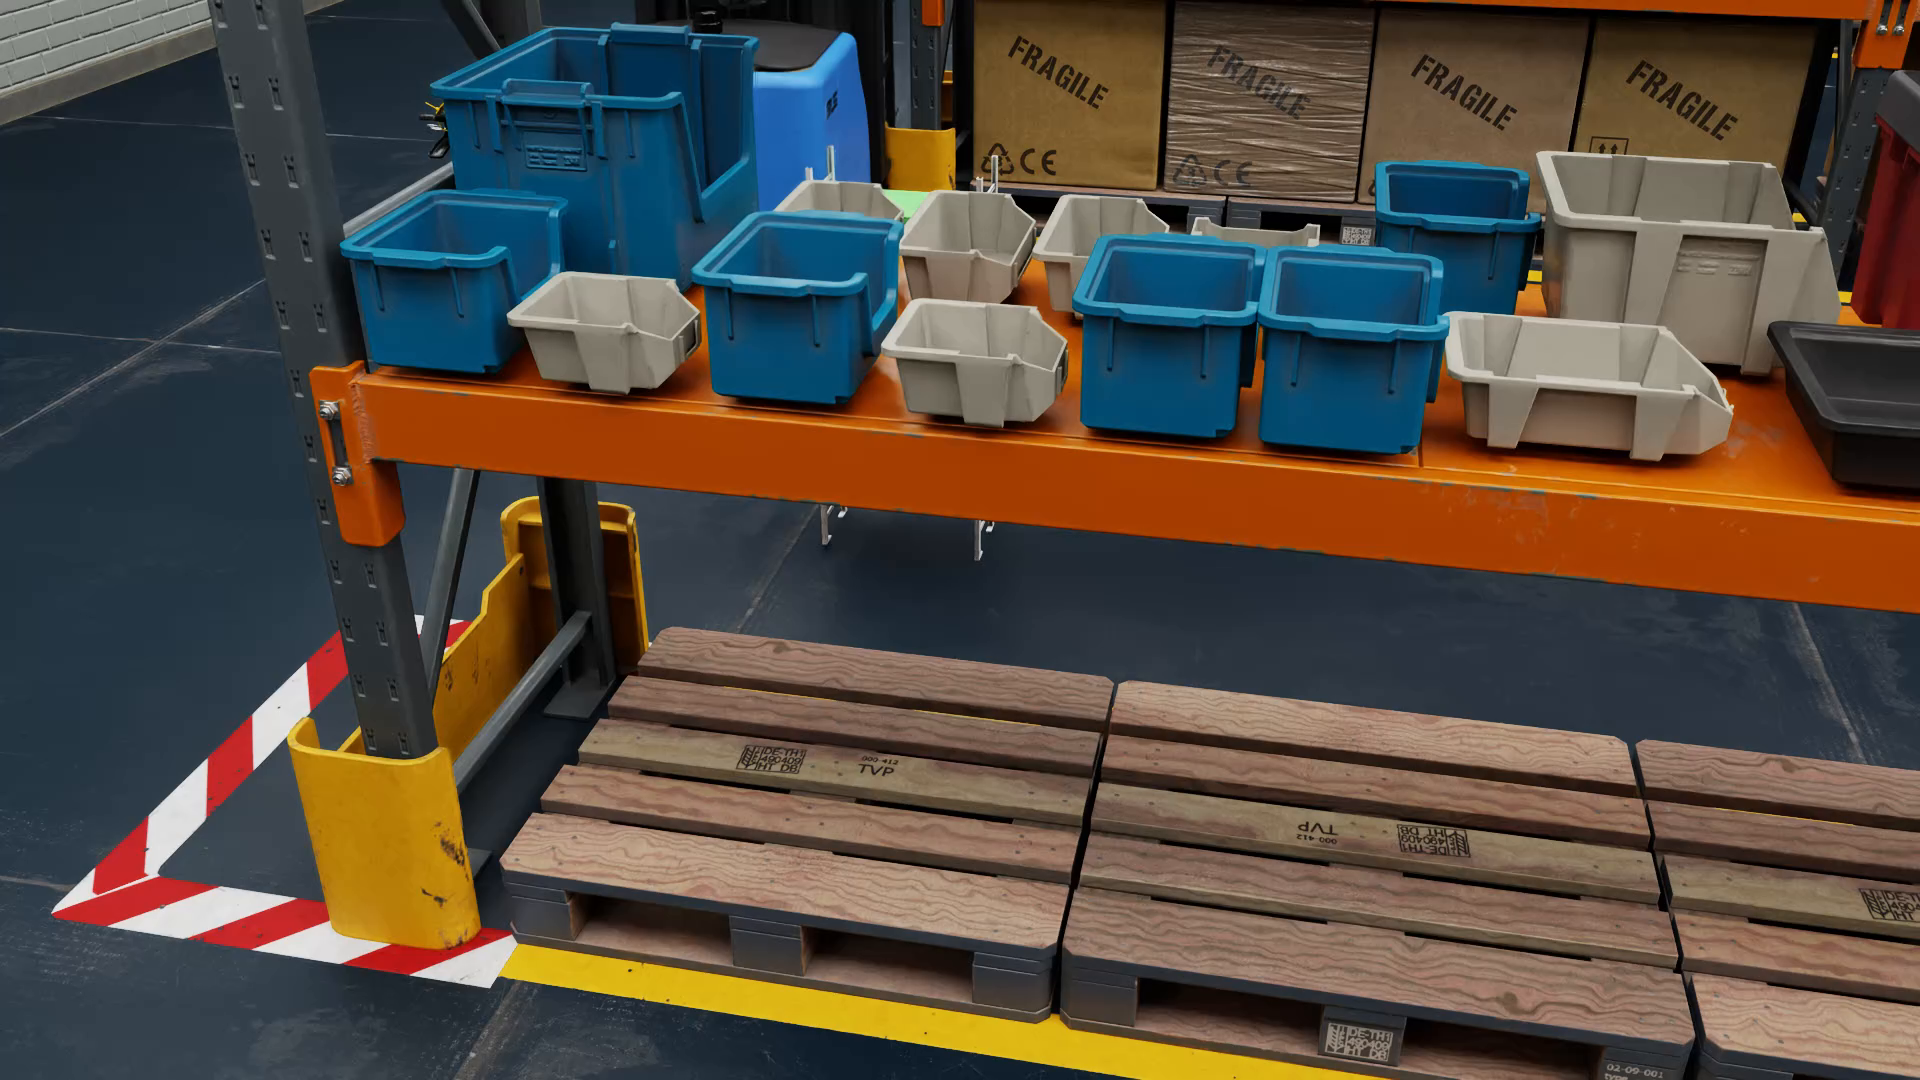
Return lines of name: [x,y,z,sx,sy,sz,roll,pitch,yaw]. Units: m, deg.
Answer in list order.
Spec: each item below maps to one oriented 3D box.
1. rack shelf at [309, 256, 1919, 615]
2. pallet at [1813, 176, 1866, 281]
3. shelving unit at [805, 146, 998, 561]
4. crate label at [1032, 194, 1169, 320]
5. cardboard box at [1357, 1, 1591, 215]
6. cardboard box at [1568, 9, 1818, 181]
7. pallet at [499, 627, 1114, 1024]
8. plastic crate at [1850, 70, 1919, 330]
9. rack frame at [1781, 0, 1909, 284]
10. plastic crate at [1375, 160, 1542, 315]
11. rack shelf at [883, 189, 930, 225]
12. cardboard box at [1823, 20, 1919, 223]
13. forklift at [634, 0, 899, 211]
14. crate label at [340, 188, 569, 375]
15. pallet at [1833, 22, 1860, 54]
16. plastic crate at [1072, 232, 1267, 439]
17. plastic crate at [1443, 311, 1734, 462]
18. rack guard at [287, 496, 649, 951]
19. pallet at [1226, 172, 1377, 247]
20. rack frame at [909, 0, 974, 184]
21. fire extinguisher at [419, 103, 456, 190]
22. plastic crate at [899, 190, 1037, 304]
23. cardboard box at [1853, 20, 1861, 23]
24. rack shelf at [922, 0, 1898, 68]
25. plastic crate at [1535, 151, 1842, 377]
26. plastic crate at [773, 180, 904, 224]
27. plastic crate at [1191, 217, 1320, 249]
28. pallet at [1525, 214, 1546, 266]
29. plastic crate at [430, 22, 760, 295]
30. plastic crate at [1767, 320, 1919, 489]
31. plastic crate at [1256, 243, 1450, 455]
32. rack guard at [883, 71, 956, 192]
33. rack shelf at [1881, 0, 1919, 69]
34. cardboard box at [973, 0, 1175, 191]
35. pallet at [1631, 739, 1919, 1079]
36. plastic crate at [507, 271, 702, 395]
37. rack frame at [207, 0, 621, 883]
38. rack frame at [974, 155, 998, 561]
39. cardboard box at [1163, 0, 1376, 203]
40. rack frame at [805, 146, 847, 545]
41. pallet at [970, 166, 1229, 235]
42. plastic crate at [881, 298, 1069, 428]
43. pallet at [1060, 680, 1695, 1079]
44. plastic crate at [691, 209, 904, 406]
rack shelf: [0.858,-0.195,3.232,4.000,0.370,1.077,6,29,11]
pallet: [4.619,-1.371,7.535,1.213,0.211,1.003,6,29,11]
shelving unit: [-0.162,-0.543,4.992,0.503,1.200,0.258,6,29,11]
crate label: [0.295,-0.573,3.385,0.243,0.136,0.396,6,29,11]
cardboard box: [2.339,-2.083,7.706,0.875,0.875,0.875,6,29,11]
cardboard box: [3.220,-1.992,7.541,0.875,0.875,0.875,6,29,11]
pallet: [-0.299,0.613,3.911,1.213,0.211,1.003,6,29,11]
plastic crate: [1.993,-0.572,3.042,0.583,0.464,0.402,6,29,11]
rack frame: [3.848,-2.636,6.942,0.127,3.000,1.000,6,29,11]
plastic crate: [0.964,-0.579,3.296,0.300,0.233,0.416,6,29,11]
rack shelf: [-0.162,-0.908,4.792,0.480,0.148,0.258,6,29,11]
cardboard box: [4.478,-1.834,7.251,0.875,0.875,1.225,6,29,11]
forklift: [-0.854,-2.794,7.302,1.130,2.935,3.031,3,29,6]
crate label: [-0.925,-0.485,3.124,0.303,0.233,0.416,6,29,11]
pallet: [5.745,-3.655,11.707,1.213,0.211,1.003,6,29,11]
plastic crate: [0.363,-0.353,2.883,0.300,0.233,0.416,6,29,11]
plastic crate: [1.048,-0.254,2.803,0.466,0.136,0.293,6,29,11]
rack guard: [-1.124,0.389,4.020,0.348,0.500,1.175,6,29,11]
pallet: [1.924,-1.648,8.040,1.213,0.211,1.003,6,29,11]
rack frame: [-0.063,-3.038,7.675,0.127,3.000,1.000,6,29,11]
fire extinguisher: [-1.150,-0.743,3.952,0.183,0.674,0.296,6,29,11]
plastic crate: [0.018,-0.590,3.415,0.243,0.136,0.396,6,29,11]
cardboard box: [6.168,-3.792,11.219,0.500,0.500,0.500,7,30,13]
rack shelf: [1.892,-2.521,7.481,4.000,0.370,1.077,6,29,11]
plastic crate: [1.359,-0.524,3.145,0.530,0.282,0.437,6,29,11]
plastic crate: [-0.262,-0.625,3.481,0.243,0.136,0.396,6,29,11]
plastic crate: [0.589,-0.552,3.347,0.250,0.136,0.298,6,29,11]
pallet: [3.121,-1.526,7.818,1.213,0.211,1.003,6,29,11]
plastic crate: [-0.731,-0.807,3.502,0.499,0.435,0.616,6,29,11]
plastic crate: [1.663,-0.202,2.720,0.590,0.125,0.437,6,29,11]
plastic crate: [0.656,-0.323,2.828,0.300,0.233,0.416,6,29,11]
rack guard: [-0.087,-1.944,8.279,0.348,0.500,1.175,6,29,11]
rack shelf: [5.804,-2.120,6.748,4.000,0.370,1.077,6,29,11]
cardboard box: [0.579,-2.263,8.035,0.875,0.875,0.875,6,29,11]
pallet: [2.087,0.857,3.464,1.213,0.211,1.003,6,29,11]
plastic crate: [-0.629,-0.372,3.018,0.298,0.136,0.250,6,29,11]
rack frame: [-1.098,-0.711,3.426,0.127,3.000,1.000,6,29,11]
rack frame: [0.077,-0.518,4.948,0.015,1.200,0.240,6,29,11]
cardboard box: [1.469,-2.172,7.869,0.875,0.875,0.875,6,29,11]
rack frame: [-0.401,-0.567,5.037,0.015,1.200,0.240,6,29,11]
pallet: [0.735,-1.771,8.265,1.213,0.211,1.003,6,29,11]
plastic crate: [0.035,-0.304,2.893,0.298,0.136,0.250,6,29,11]
pallet: [0.890,0.736,3.686,1.213,0.211,1.003,6,29,11]
plastic crate: [-0.281,-0.419,3.004,0.300,0.233,0.416,6,29,11]
